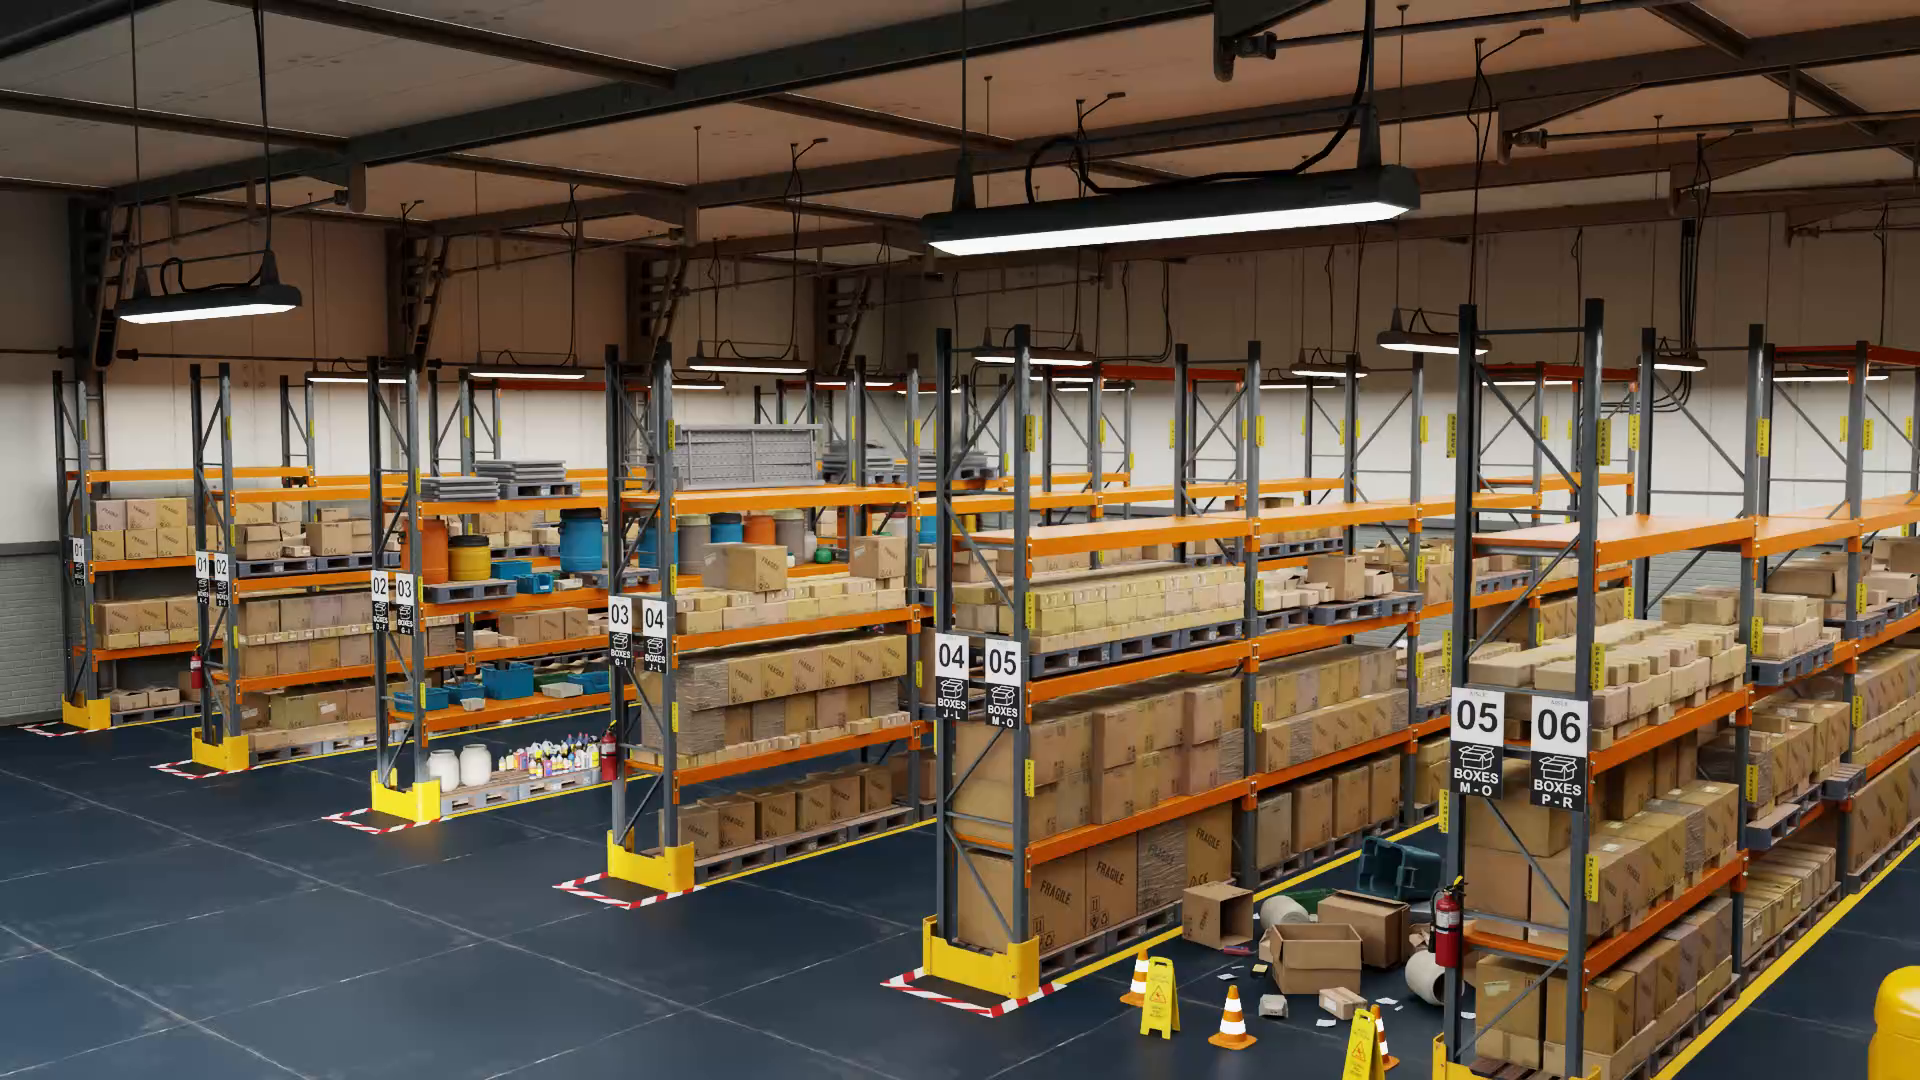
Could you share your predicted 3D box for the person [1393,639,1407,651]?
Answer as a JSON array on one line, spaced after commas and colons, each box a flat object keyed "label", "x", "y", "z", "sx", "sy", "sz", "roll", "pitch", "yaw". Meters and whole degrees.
[{"label": "person", "x": 6.822, "y": 2.435, "z": 25.783, "sx": 0.631, "sy": 1.789, "sz": 0.704, "roll": 4, "pitch": 6, "yaw": 43}]
